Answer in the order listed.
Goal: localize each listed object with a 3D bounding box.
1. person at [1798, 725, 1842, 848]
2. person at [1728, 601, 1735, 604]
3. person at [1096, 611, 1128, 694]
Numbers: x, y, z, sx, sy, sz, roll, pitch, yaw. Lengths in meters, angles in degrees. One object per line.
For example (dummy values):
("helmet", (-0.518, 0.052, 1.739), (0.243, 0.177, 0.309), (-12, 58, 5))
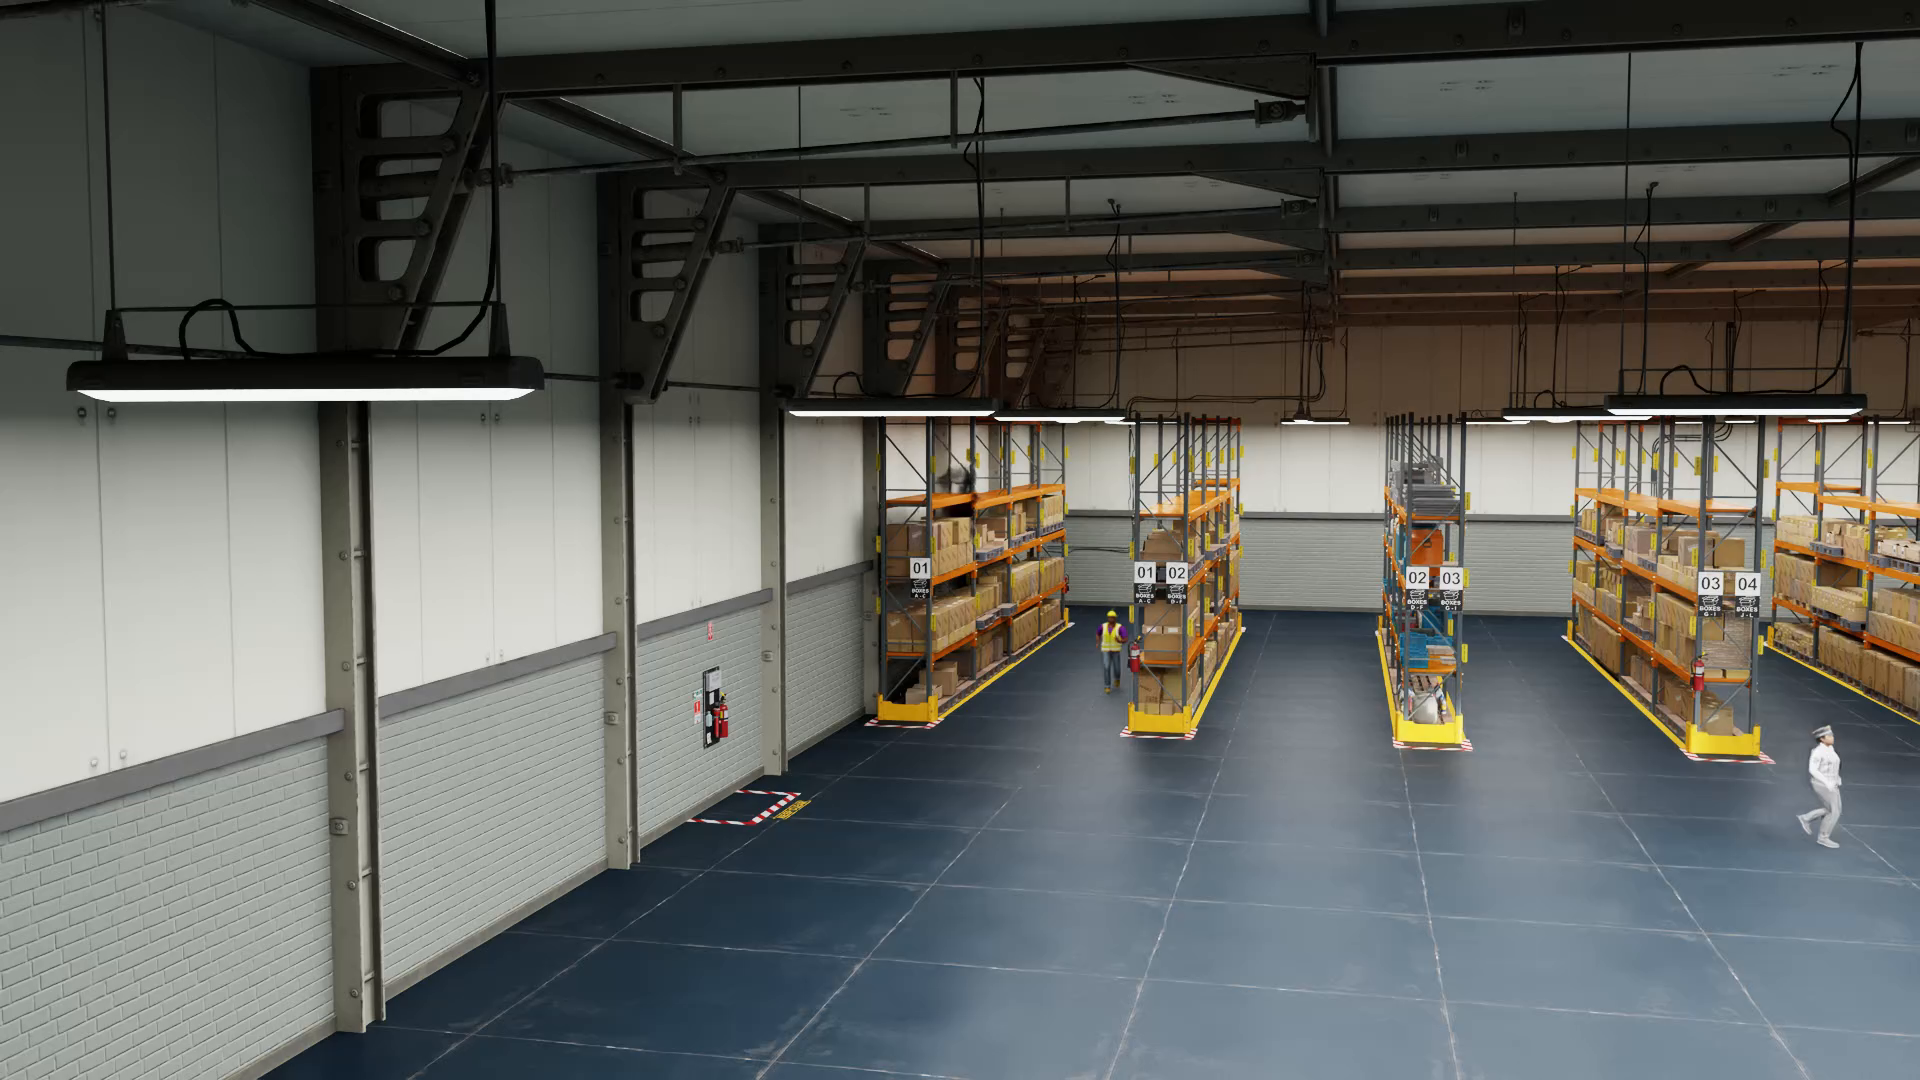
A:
("person", (11.824, 3.358, 22.814), (0.497, 1.673, 0.616), (4, 5, 44))
("person", (20.011, 2.017, 43.431), (0.554, 1.528, 0.597), (2, 4, 24))
("person", (3.271, 2.403, 35.927), (0.711, 1.747, 0.963), (1, 4, 11))
